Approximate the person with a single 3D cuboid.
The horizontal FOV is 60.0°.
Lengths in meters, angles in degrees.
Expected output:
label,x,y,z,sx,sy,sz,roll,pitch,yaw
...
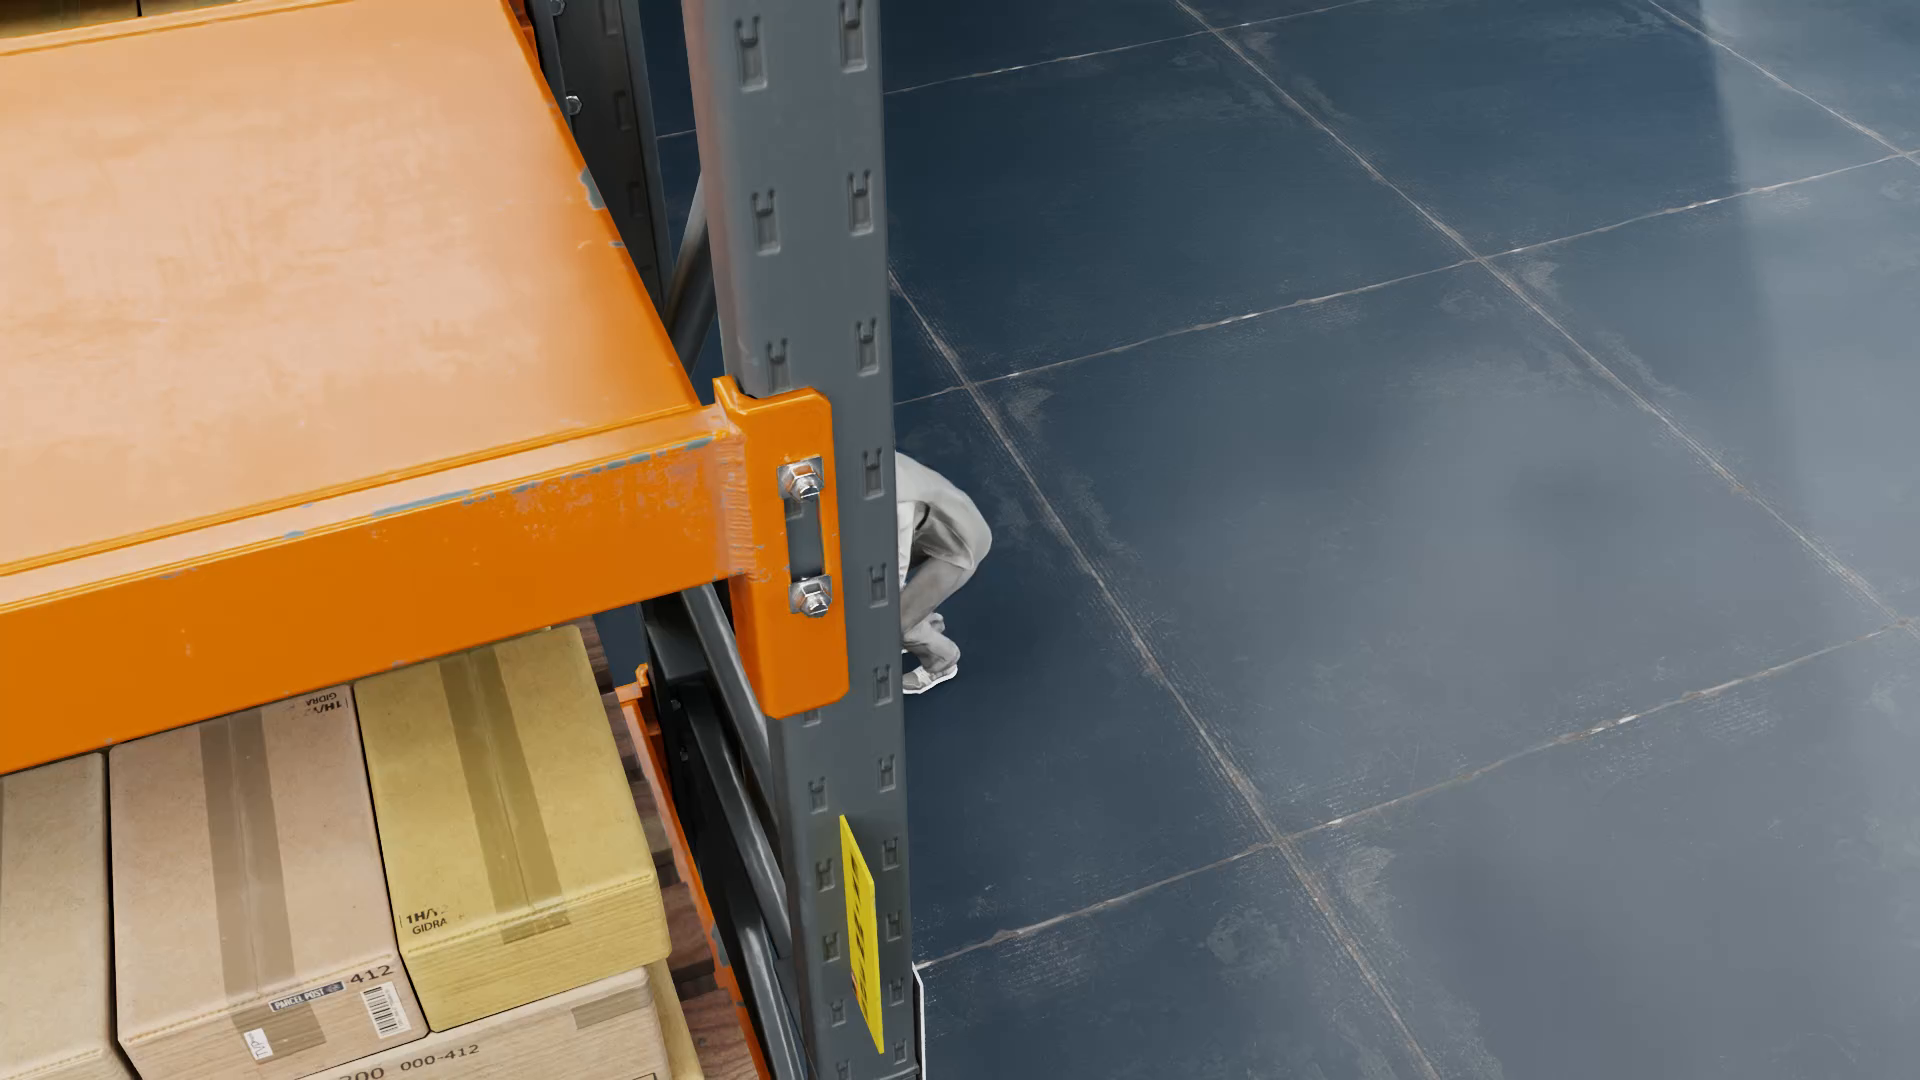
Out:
label,x,y,z,sx,sy,sz,roll,pitch,yaw
person,-0.203,0.088,6.349,0.688,1.227,0.463,-15,45,-16
